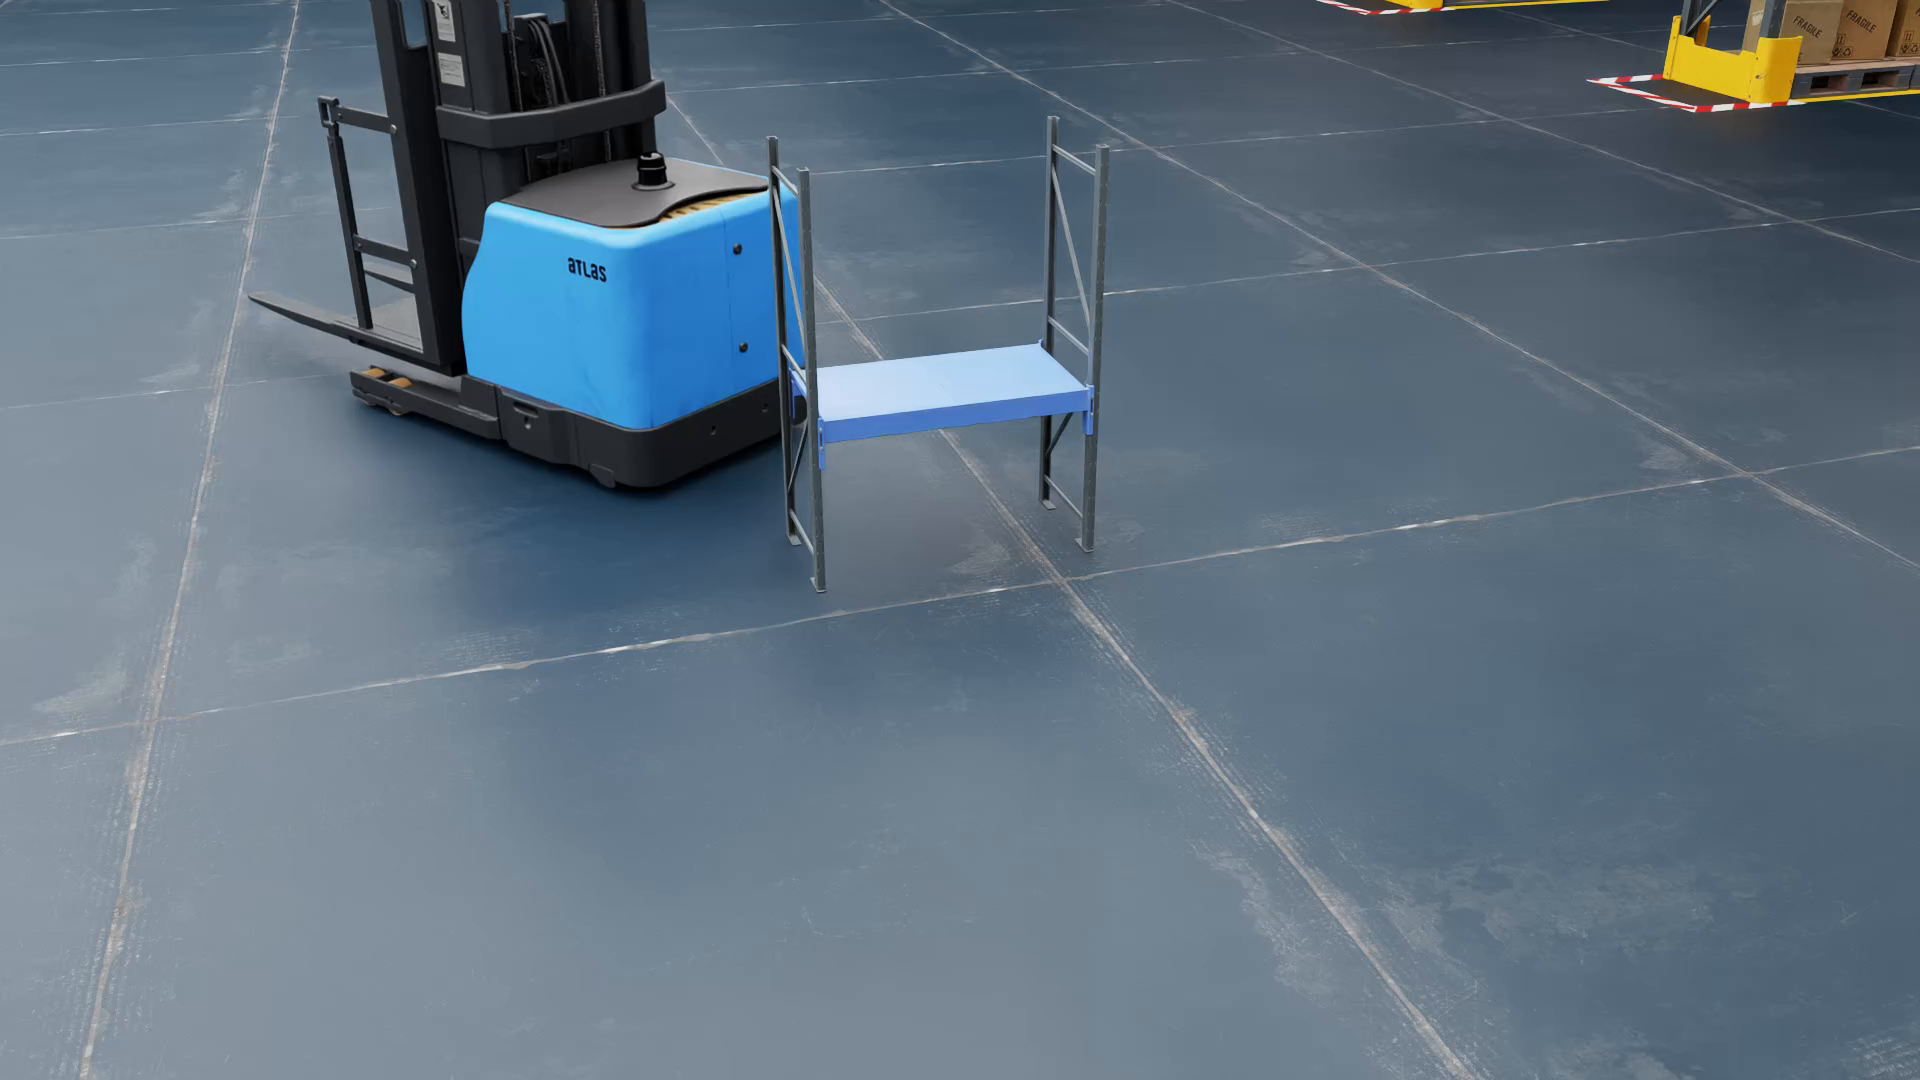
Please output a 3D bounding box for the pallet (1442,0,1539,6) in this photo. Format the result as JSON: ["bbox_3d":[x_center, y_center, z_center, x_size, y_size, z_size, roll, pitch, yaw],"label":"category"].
[{"bbox_3d":[5.557,-6.060,18.219,1.213,0.211,1.003,-8,28,-16],"label":"pallet"}]

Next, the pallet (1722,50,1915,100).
[{"bbox_3d":[7.115,-3.933,13.935,1.213,0.211,1.003,-8,28,-16],"label":"pallet"}]

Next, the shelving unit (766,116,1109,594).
[{"bbox_3d":[-0.081,-0.660,5.893,1.048,1.500,0.538,-8,28,-16],"label":"shelving unit"}]

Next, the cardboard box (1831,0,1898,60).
[{"bbox_3d":[7.416,-4.319,13.915,0.500,0.500,0.500,-1,26,-3],"label":"cardboard box"}]

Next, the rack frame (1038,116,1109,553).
[{"bbox_3d":[0.402,-0.730,6.034,0.032,1.500,0.500,-8,28,-16],"label":"rack frame"}]

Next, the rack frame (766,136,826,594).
[{"bbox_3d":[-0.564,-0.590,5.752,0.032,1.500,0.500,-8,28,-16],"label":"rack frame"}]

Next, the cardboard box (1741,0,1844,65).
[{"bbox_3d":[6.858,-4.222,13.720,0.500,0.500,0.500,-3,27,-7],"label":"cardboard box"}]

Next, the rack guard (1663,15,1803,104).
[{"bbox_3d":[6.332,-3.966,13.676,0.348,0.500,1.175,-8,28,-16],"label":"rack guard"}]

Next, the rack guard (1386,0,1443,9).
[{"bbox_3d":[4.783,-6.080,17.934,0.348,0.500,1.175,-8,28,-16],"label":"rack guard"}]

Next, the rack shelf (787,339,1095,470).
[{"bbox_3d":[-0.081,-0.499,5.973,1.000,0.185,0.538,-8,28,-16],"label":"rack shelf"}]

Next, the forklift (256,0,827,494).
[{"bbox_3d":[-2.043,-2.008,6.998,3.031,2.935,1.130,19,32,33],"label":"forklift"}]

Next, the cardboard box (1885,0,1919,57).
[{"bbox_3d":[8.017,-4.397,14.073,0.500,0.500,0.500,-6,27,-11],"label":"cardboard box"}]

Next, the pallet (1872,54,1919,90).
[{"bbox_3d":[8.273,-4.100,14.271,1.213,0.211,1.003,-8,28,-16],"label":"pallet"}]

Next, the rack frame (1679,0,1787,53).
[{"bbox_3d":[6.259,-5.075,13.099,0.127,3.000,1.000,-8,28,-16],"label":"rack frame"}]
